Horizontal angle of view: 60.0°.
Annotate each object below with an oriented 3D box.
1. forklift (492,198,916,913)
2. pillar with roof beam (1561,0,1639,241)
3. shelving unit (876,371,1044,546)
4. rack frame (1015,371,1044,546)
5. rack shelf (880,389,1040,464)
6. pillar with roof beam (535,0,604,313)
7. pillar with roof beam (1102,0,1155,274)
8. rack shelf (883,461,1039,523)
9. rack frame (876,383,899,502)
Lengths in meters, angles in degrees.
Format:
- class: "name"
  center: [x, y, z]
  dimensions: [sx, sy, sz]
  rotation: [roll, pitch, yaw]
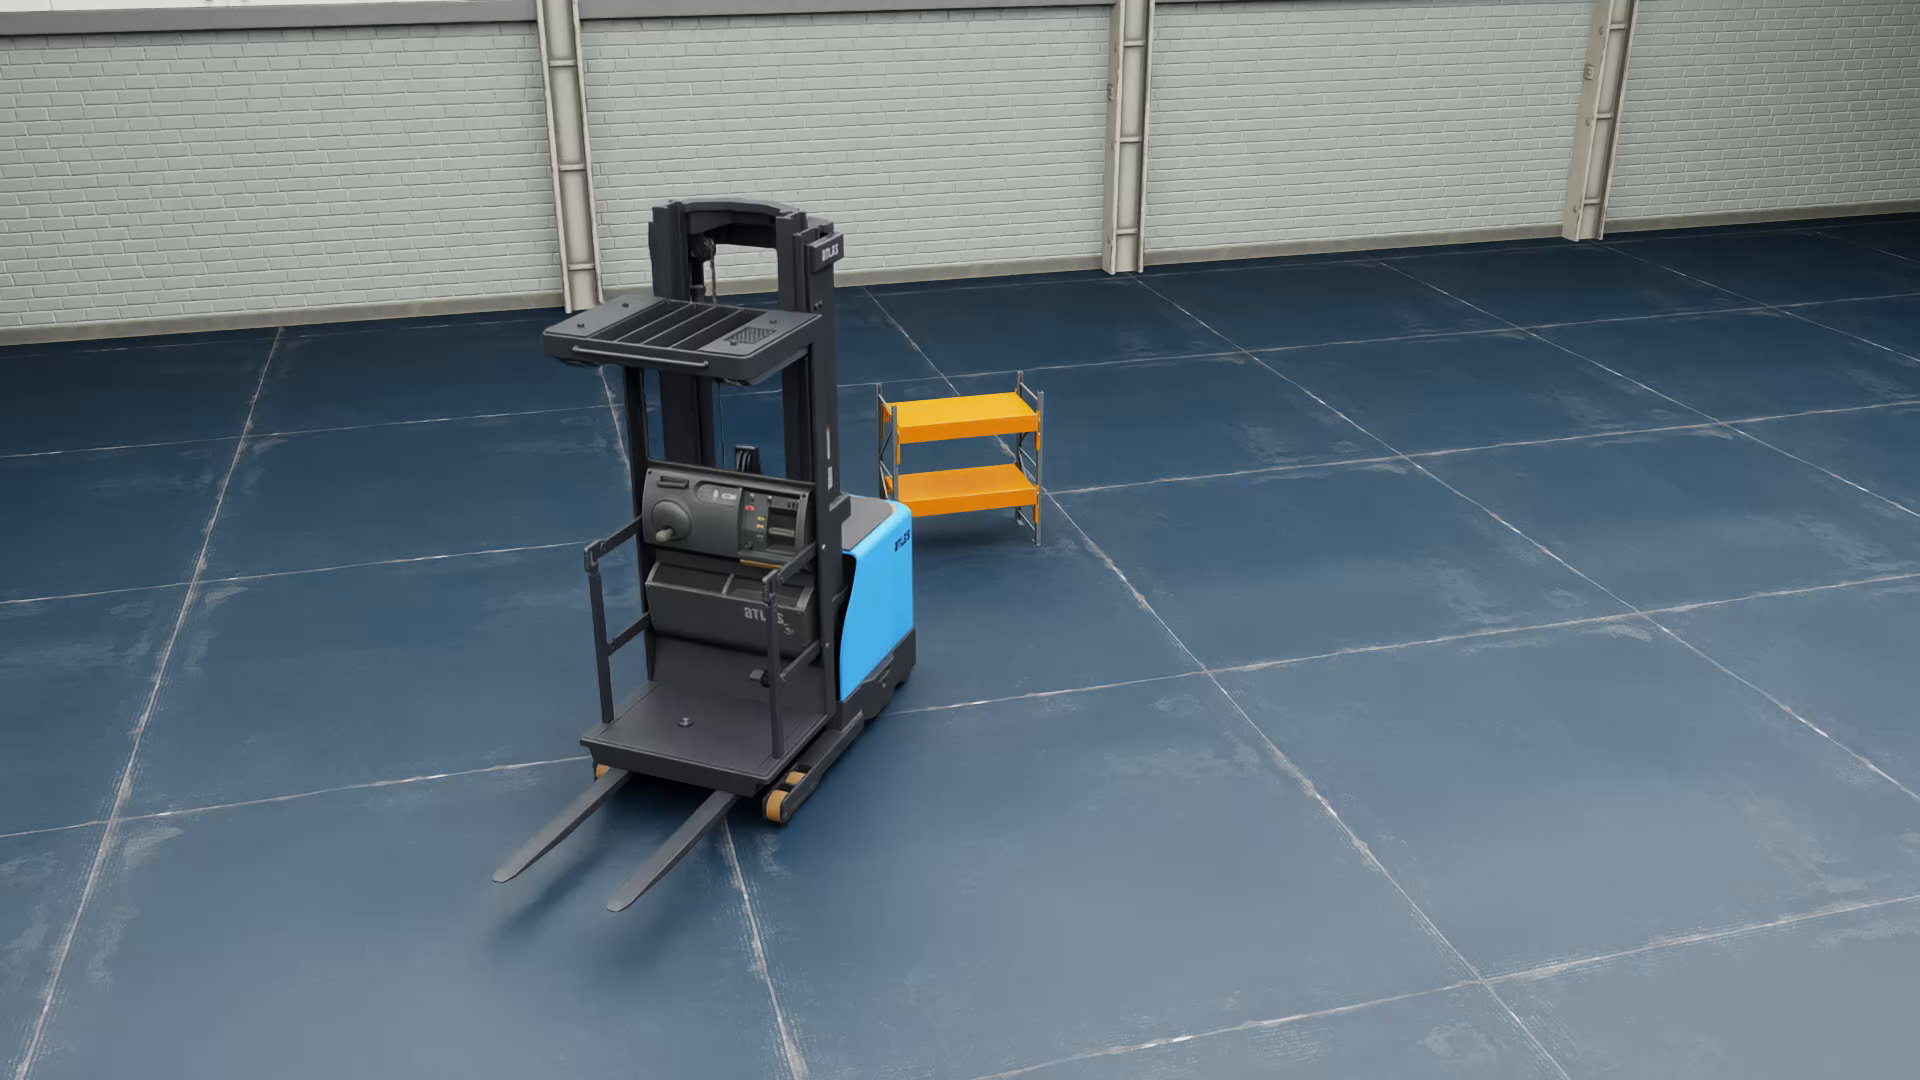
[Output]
- class: "forklift"
  center: [-1.272, -0.101, 8.269]
  dimensions: [1.130, 2.935, 3.031]
  rotation: [9, 25, 20]
- class: "pillar with roof beam"
  center: [8.783, -6.210, 14.810]
  dimensions: [0.400, 9.000, 9.100]
  rotation: [-6, 24, -14]
- class: "shelving unit"
  center: [-0.007, -0.516, 11.527]
  dimensions: [1.048, 1.125, 0.538]
  rotation: [-6, 24, -14]
- class: "rack frame"
  center: [0.483, -0.570, 11.653]
  dimensions: [0.032, 1.125, 0.500]
  rotation: [-6, 24, -14]
- class: "rack shelf"
  center: [-0.007, -0.785, 11.411]
  dimensions: [1.000, 0.278, 0.538]
  rotation: [-6, 24, -14]
- class: "pillar with roof beam"
  center: [-2.771, -4.932, 11.831]
  dimensions: [0.400, 9.000, 9.100]
  rotation: [-6, 24, -14]
- class: "pillar with roof beam"
  center: [3.006, -5.571, 13.321]
  dimensions: [0.400, 9.000, 9.100]
  rotation: [-6, 24, -14]
- class: "rack shelf"
  center: [-0.007, -0.292, 11.623]
  dimensions: [1.000, 0.278, 0.538]
  rotation: [-6, 24, -14]
- class: "rack frame"
  center: [-0.496, -0.462, 11.400]
  dimensions: [0.032, 1.125, 0.500]
  rotation: [-6, 24, -14]
